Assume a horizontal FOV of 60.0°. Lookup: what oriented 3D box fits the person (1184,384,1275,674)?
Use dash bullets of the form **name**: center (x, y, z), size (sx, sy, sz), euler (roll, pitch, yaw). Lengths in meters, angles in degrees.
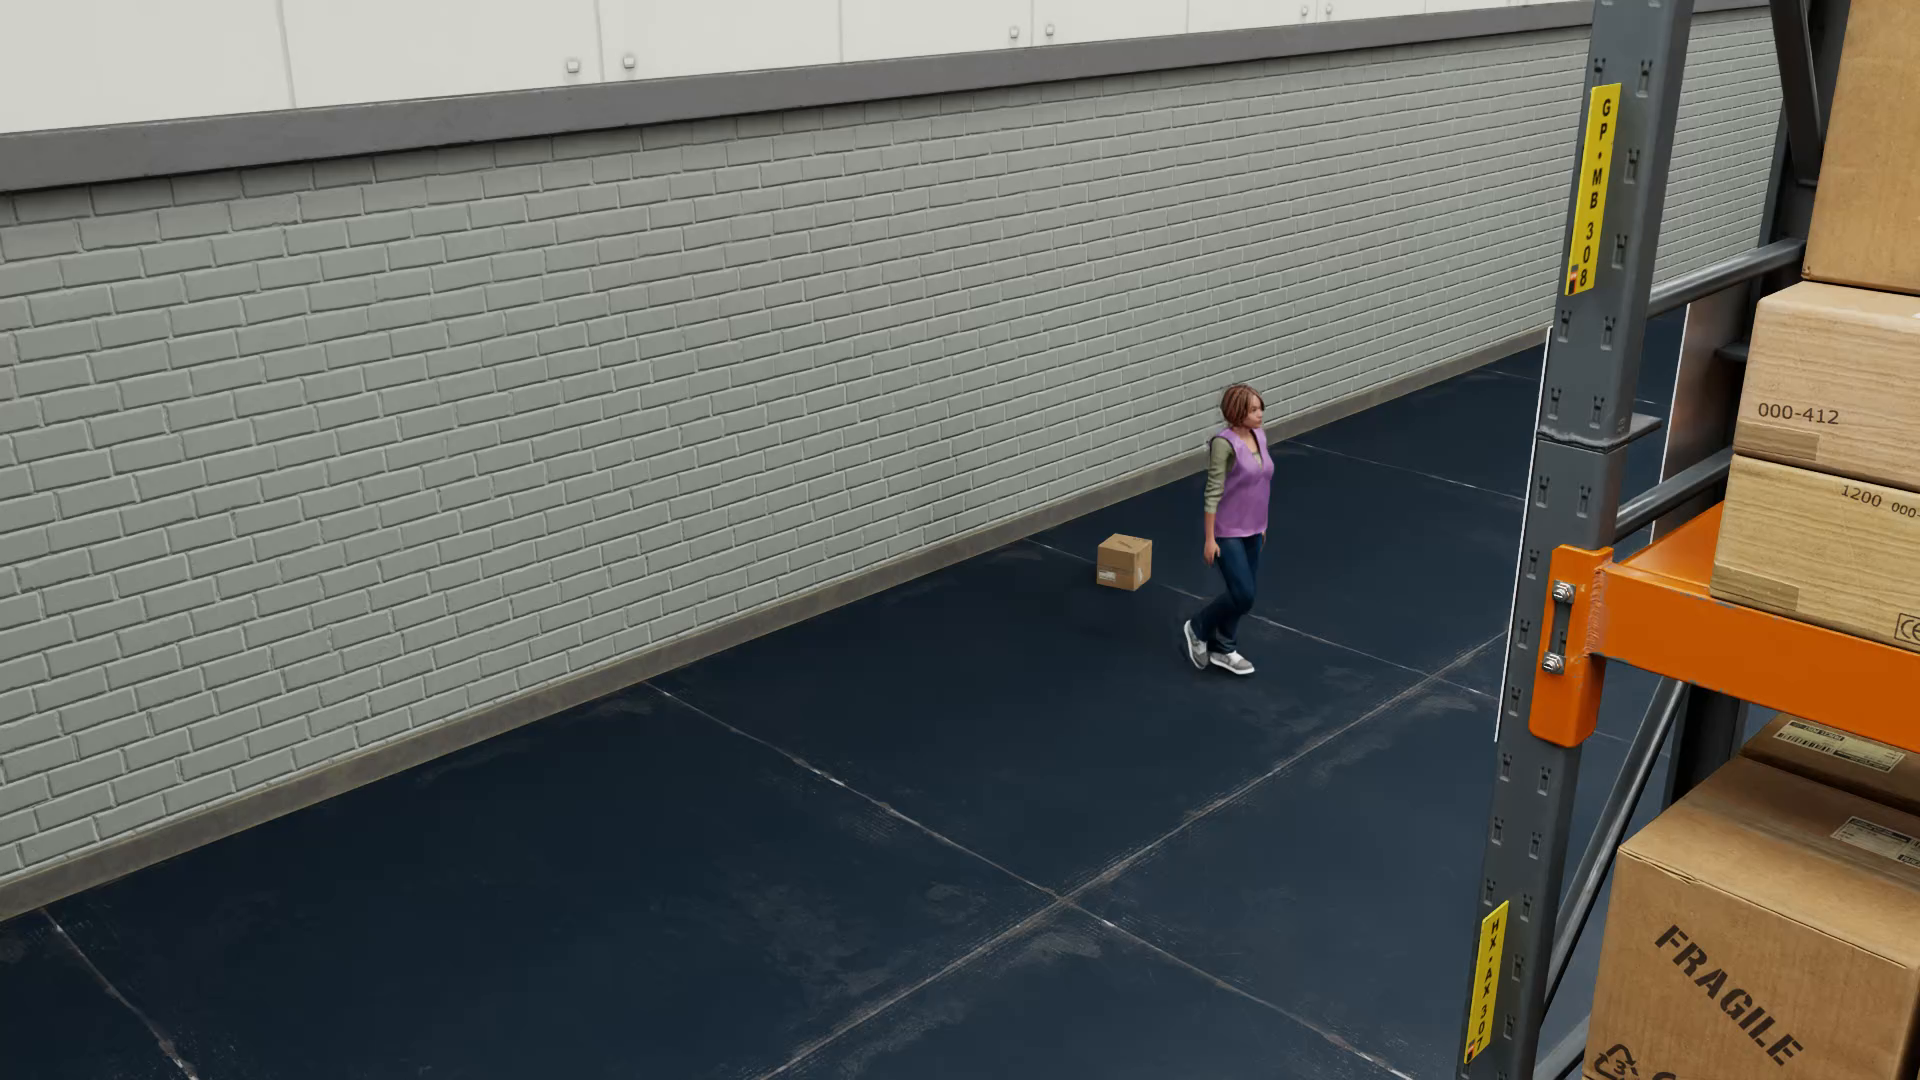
- **person**: center (1.419, -0.038, 8.634), size (0.438, 1.591, 0.455), euler (19, 28, 41)
